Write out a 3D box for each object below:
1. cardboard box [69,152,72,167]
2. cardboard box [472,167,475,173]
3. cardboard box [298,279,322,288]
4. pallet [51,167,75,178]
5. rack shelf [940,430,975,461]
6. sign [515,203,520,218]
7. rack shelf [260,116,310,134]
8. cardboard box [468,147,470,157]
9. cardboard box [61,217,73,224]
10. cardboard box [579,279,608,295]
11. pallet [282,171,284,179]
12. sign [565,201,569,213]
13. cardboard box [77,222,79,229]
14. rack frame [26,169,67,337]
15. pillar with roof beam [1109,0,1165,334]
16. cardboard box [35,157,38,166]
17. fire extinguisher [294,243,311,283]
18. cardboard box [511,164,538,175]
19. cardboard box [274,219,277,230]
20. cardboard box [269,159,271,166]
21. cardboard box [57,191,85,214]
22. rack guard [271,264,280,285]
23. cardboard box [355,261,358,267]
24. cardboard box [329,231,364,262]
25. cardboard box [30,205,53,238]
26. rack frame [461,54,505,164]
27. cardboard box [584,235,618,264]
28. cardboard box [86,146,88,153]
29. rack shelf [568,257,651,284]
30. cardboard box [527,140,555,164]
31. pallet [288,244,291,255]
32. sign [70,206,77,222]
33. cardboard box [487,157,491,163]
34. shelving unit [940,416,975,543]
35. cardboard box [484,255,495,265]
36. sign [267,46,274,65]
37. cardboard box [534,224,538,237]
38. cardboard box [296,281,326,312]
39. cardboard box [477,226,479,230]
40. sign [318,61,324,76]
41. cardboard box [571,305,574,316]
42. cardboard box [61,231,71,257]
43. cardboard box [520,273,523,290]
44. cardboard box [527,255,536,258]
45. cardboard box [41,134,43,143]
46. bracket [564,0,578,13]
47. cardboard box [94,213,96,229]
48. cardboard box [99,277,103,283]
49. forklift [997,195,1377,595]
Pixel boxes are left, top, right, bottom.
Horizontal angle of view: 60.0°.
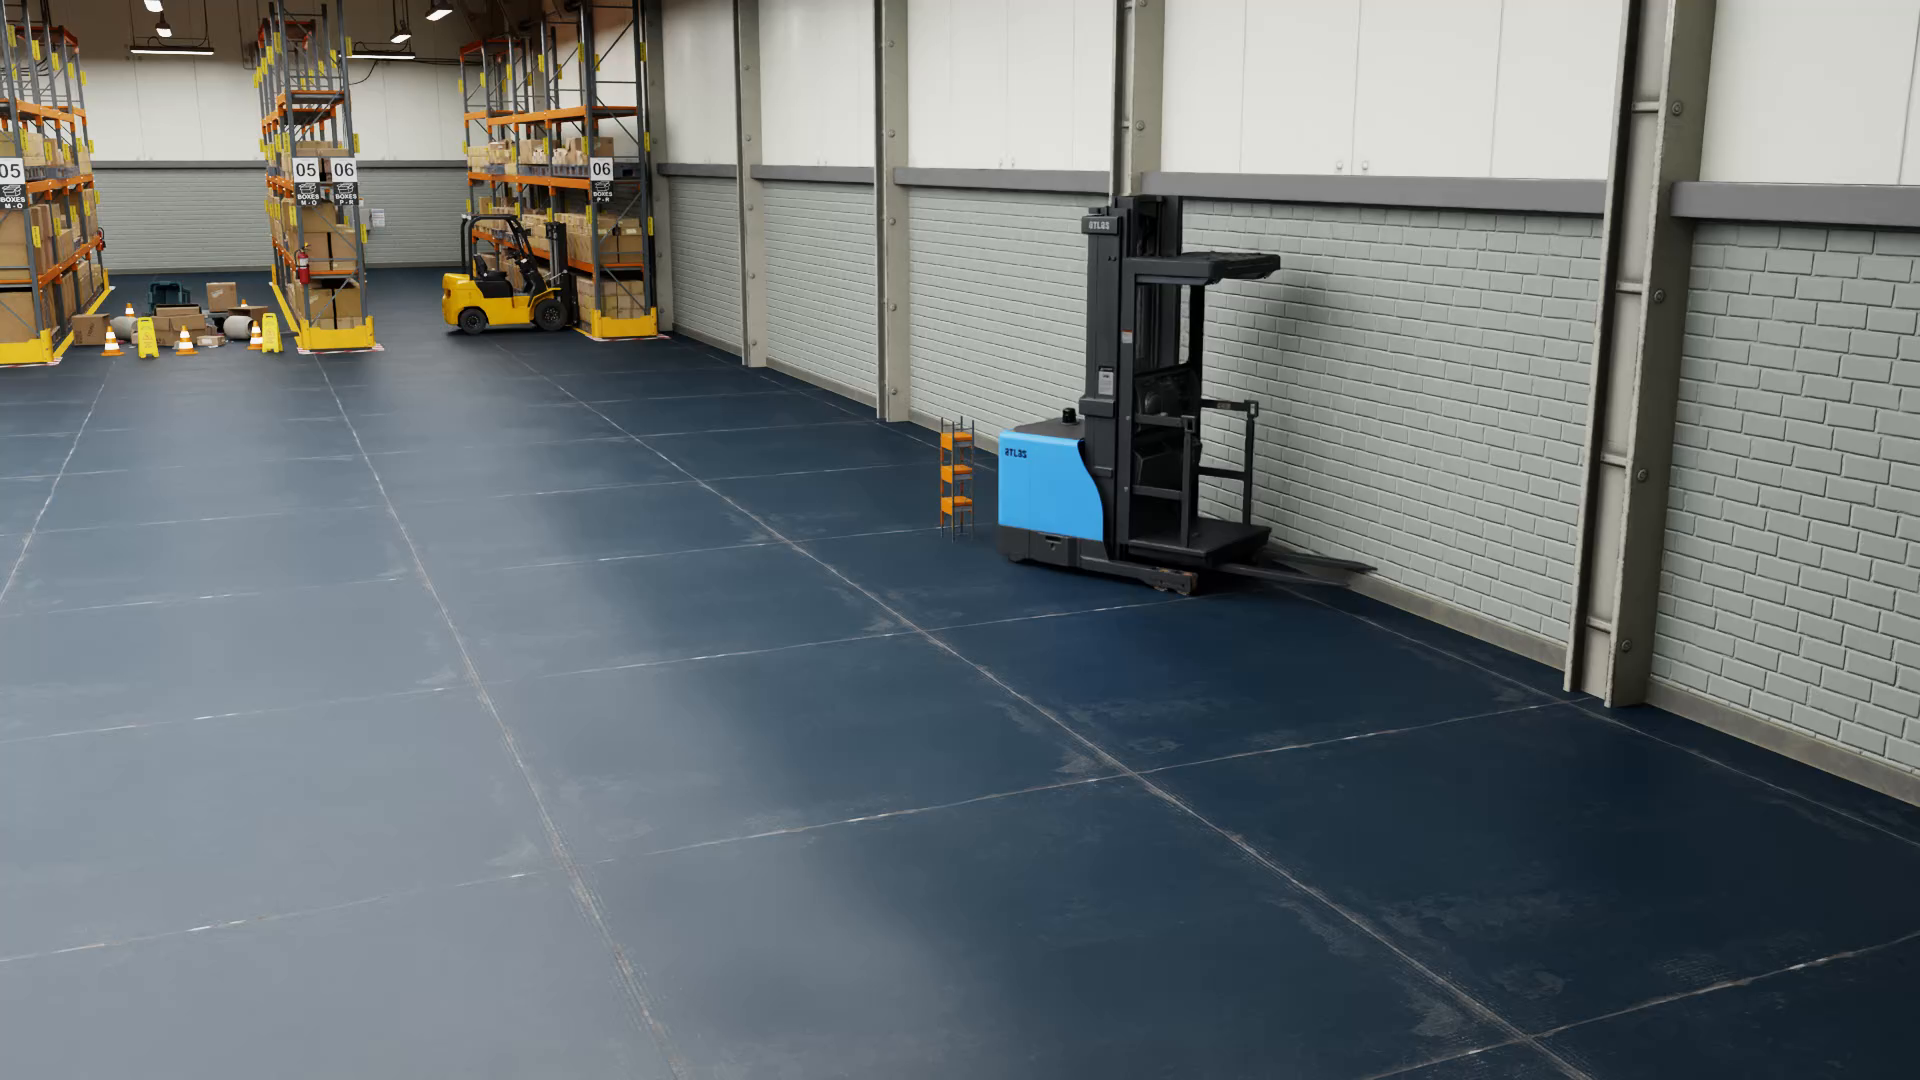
[{"bbox_3d":[-18.830,-7.832,34.682,0.500,0.500,0.500,-6,14,-23],"label":"cardboard box"},{"bbox_3d":[-12.460,-9.629,43.227,0.380,0.149,0.250,-5,14,-22],"label":"cardboard box"},{"bbox_3d":[-11.502,-4.547,29.431,0.380,0.149,0.250,-5,14,-21],"label":"cardboard box"},{"bbox_3d":[-18.127,-7.215,32.659,1.213,0.211,1.003,-5,14,-20],"label":"pallet"},{"bbox_3d":[-0.021,-0.789,14.238,0.215,0.259,0.240,-6,14,-23],"label":"rack shelf"},{"bbox_3d":[-9.886,-7.366,37.151,0.100,0.325,0.005,-6,14,-23],"label":"sign"},{"bbox_3d":[-16.342,-10.059,40.358,1.077,0.370,4.000,-6,14,-23],"label":"rack shelf"},{"bbox_3d":[-12.649,-10.207,43.729,0.500,0.250,0.500,-6,14,-24],"label":"cardboard box"},{"bbox_3d":[-18.969,-6.731,35.105,0.380,0.149,0.250,-5,14,-21],"label":"cardboard box"},{"bbox_3d":[-6.868,-4.763,31.244,0.500,0.250,0.500,-5,14,-22],"label":"cardboard box"},{"bbox_3d":[-12.486,-7.123,32.257,1.213,0.211,1.003,-6,14,-23],"label":"pallet"},{"bbox_3d":[-8.885,-7.506,37.582,0.100,0.325,0.005,-6,14,-23],"label":"sign"},{"bbox_3d":[-19.589,-6.909,36.535,0.380,0.149,0.250,-6,14,-23],"label":"cardboard box"},{"bbox_3d":[-16.831,-5.148,29.960,1.000,3.000,0.127,-6,14,-23],"label":"rack frame"},{"bbox_3d":[-2.375,-4.279,12.900,9.100,9.000,0.400,-6,14,-23],"label":"pillar with roof beam"},{"bbox_3d":[-15.780,-6.378,28.029,0.380,0.149,0.250,-6,14,-23],"label":"cardboard box"},{"bbox_3d":[-11.110,-4.686,28.138,0.296,0.674,0.183,-6,14,-23],"label":"fire extinguisher"},{"bbox_3d":[-9.820,-8.364,37.535,0.500,0.250,0.500,-6,14,-25],"label":"cardboard box"},{"bbox_3d":[-15.623,-7.323,38.581,0.500,0.250,0.500,-6,14,-25],"label":"cardboard box"},{"bbox_3d":[-15.355,-8.528,37.498,0.380,0.166,0.250,-7,15,-27],"label":"cardboard box"},{"bbox_3d":[-19.994,-7.597,37.441,0.500,0.500,0.500,-5,14,-22],"label":"cardboard box"},{"bbox_3d":[-17.153,-6.882,42.997,1.175,0.500,0.348,-6,14,-23],"label":"rack guard"},{"bbox_3d":[-10.827,-4.869,29.312,0.380,0.149,0.250,-6,14,-25],"label":"cardboard box"},{"bbox_3d":[-10.670,-5.106,28.897,0.500,0.500,0.500,-6,14,-24],"label":"cardboard box"},{"bbox_3d":[-16.388,-5.564,29.033,0.875,0.550,0.550,-6,14,-23],"label":"cardboard box"},{"bbox_3d":[-12.597,-11.467,43.958,1.000,3.000,0.127,-6,14,-23],"label":"rack frame"},{"bbox_3d":[-6.625,-5.365,30.677,0.500,0.500,0.500,-6,14,-24],"label":"cardboard box"},{"bbox_3d":[-21.236,-9.411,40.067,0.380,0.149,0.250,-6,14,-23],"label":"cardboard box"},{"bbox_3d":[-6.989,-5.301,32.218,1.077,0.370,4.000,-6,14,-23],"label":"rack shelf"},{"bbox_3d":[-8.917,-8.273,35.434,0.500,0.500,0.500,-5,14,-22],"label":"cardboard box"},{"bbox_3d":[-13.108,-5.943,33.823,1.003,0.211,1.213,-6,14,-23],"label":"pallet"},{"bbox_3d":[-17.926,-6.589,33.619,0.100,0.325,0.005,-6,14,-23],"label":"sign"},{"bbox_3d":[-11.167,-9.156,40.028,0.380,0.149,0.250,-5,14,-22],"label":"cardboard box"},{"bbox_3d":[-0.021,-0.523,14.299,0.215,1.050,0.252,-6,14,-23],"label":"shelving unit"},{"bbox_3d":[-12.012,-7.098,42.996,0.500,0.500,0.500,-5,14,-22],"label":"cardboard box"},{"bbox_3d":[-12.843,-9.019,30.960,0.100,0.325,0.005,-6,14,-23],"label":"sign"},{"bbox_3d":[-8.818,-6.631,35.594,0.500,0.250,0.500,-5,14,-22],"label":"cardboard box"},{"bbox_3d":[-11.916,-4.483,30.591,0.500,0.500,0.500,-5,14,-20],"label":"cardboard box"},{"bbox_3d":[-12.572,-8.281,44.053,0.380,0.149,0.250,-5,14,-22],"label":"cardboard box"},{"bbox_3d":[-13.445,-9.910,34.982,0.100,0.325,0.005,-6,14,-23],"label":"sign"},{"bbox_3d":[-7.276,-4.485,32.263,0.500,0.250,0.500,-5,14,-21],"label":"cardboard box"},{"bbox_3d":[-17.608,-5.748,32.330,0.500,0.500,0.500,-6,14,-24],"label":"cardboard box"},{"bbox_3d":[-9.758,-5.946,38.021,0.500,0.500,0.500,-5,14,-21],"label":"cardboard box"},{"bbox_3d":[-10.367,-6.867,40.562,0.380,0.149,0.250,-5,14,-22],"label":"cardboard box"},{"bbox_3d":[-16.393,-7.082,29.299,0.380,0.149,0.250,-6,14,-23],"label":"cardboard box"},{"bbox_3d":[-8.203,-11.262,35.089,0.235,0.232,0.430,-6,14,-23],"label":"bracket"},{"bbox_3d":[-21.021,-7.644,39.864,0.500,0.500,0.500,-6,14,-24],"label":"cardboard box"},{"bbox_3d":[-21.041,-6.309,40.367,0.380,0.149,0.250,-5,14,-21],"label":"cardboard box"},{"bbox_3d":[1.782,-1.148,12.828,3.031,2.935,1.130,10,16,36],"label":"forklift"}]
